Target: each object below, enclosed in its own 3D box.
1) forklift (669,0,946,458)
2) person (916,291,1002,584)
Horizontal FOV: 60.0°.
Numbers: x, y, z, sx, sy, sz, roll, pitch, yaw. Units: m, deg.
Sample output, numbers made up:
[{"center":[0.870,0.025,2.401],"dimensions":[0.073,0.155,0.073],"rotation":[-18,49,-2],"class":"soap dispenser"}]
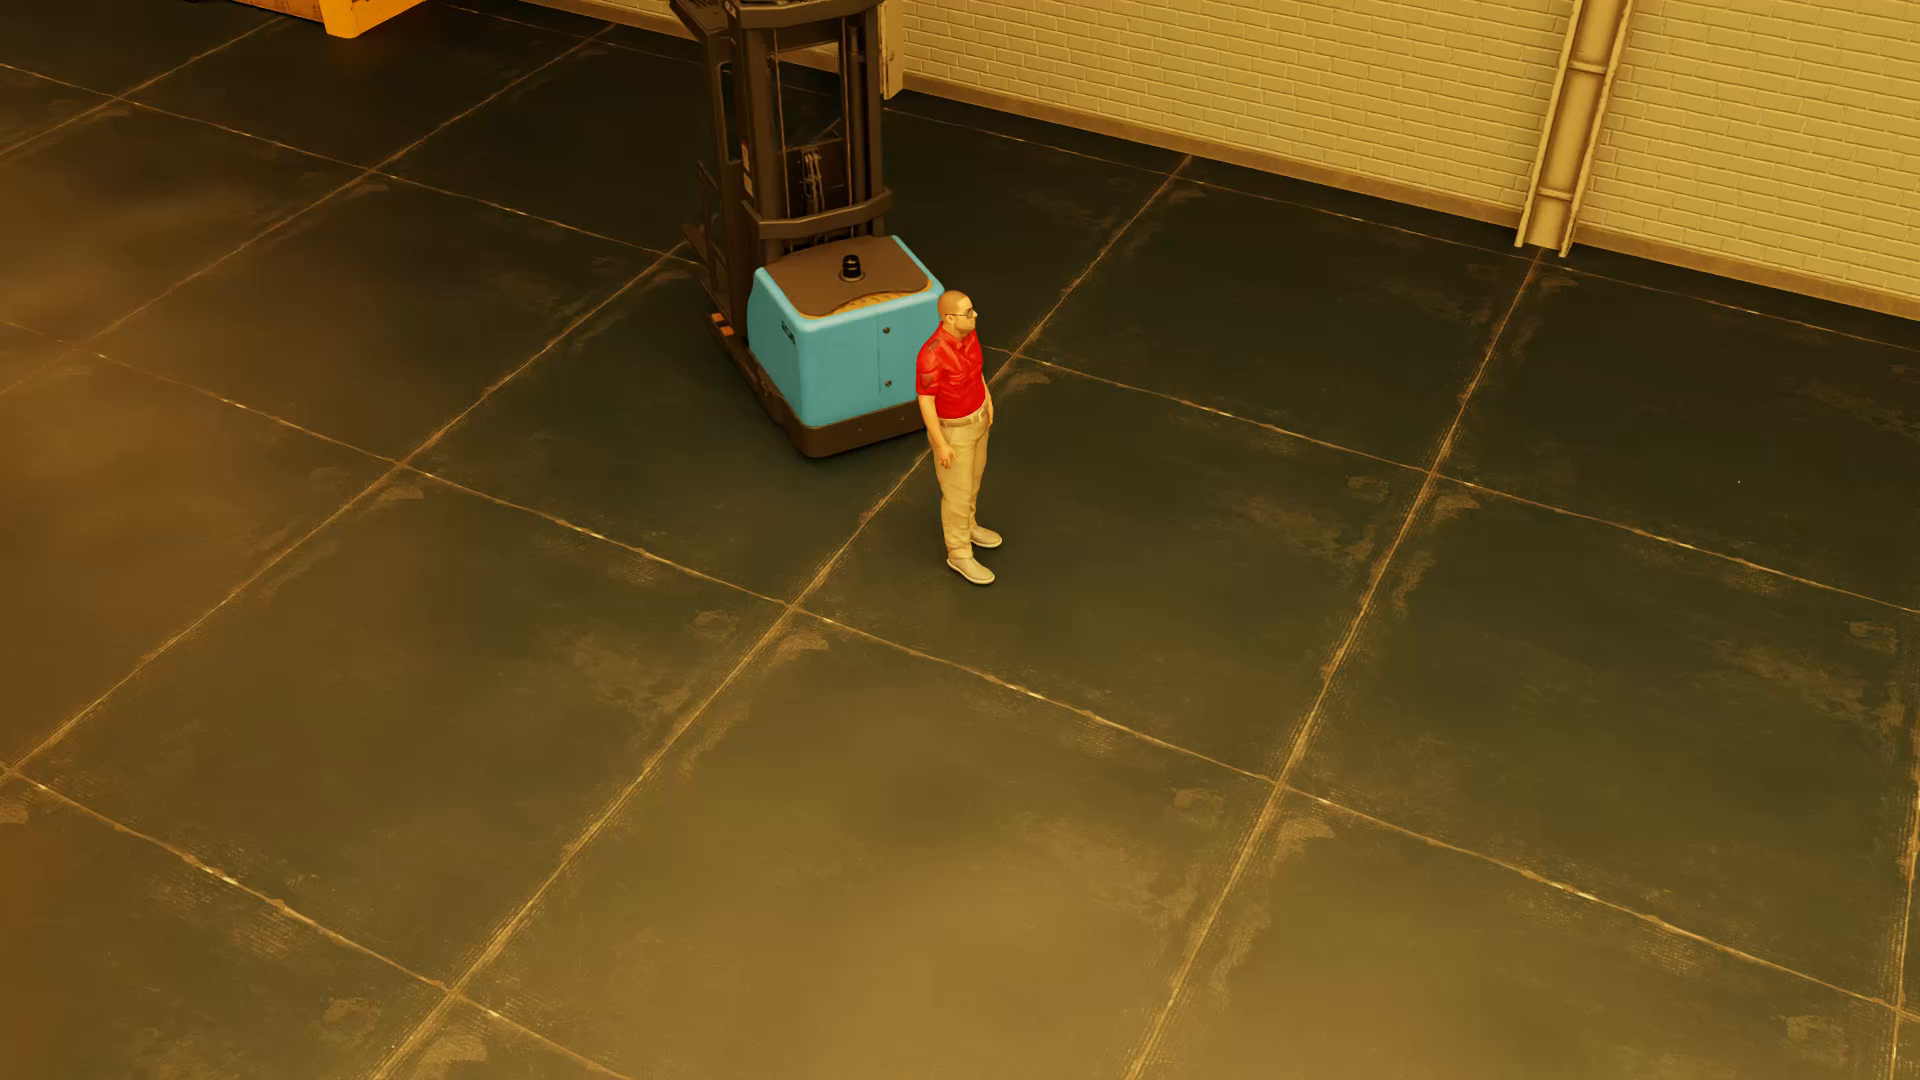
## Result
[{"center":[-1.176,-2.598,11.071],"dimensions":[1.130,2.935,3.031],"rotation":[-18,43,-20],"class":"forklift"},{"center":[0.075,-0.634,9.660],"dimensions":[0.550,1.727,0.641],"rotation":[18,43,21],"class":"person"}]
